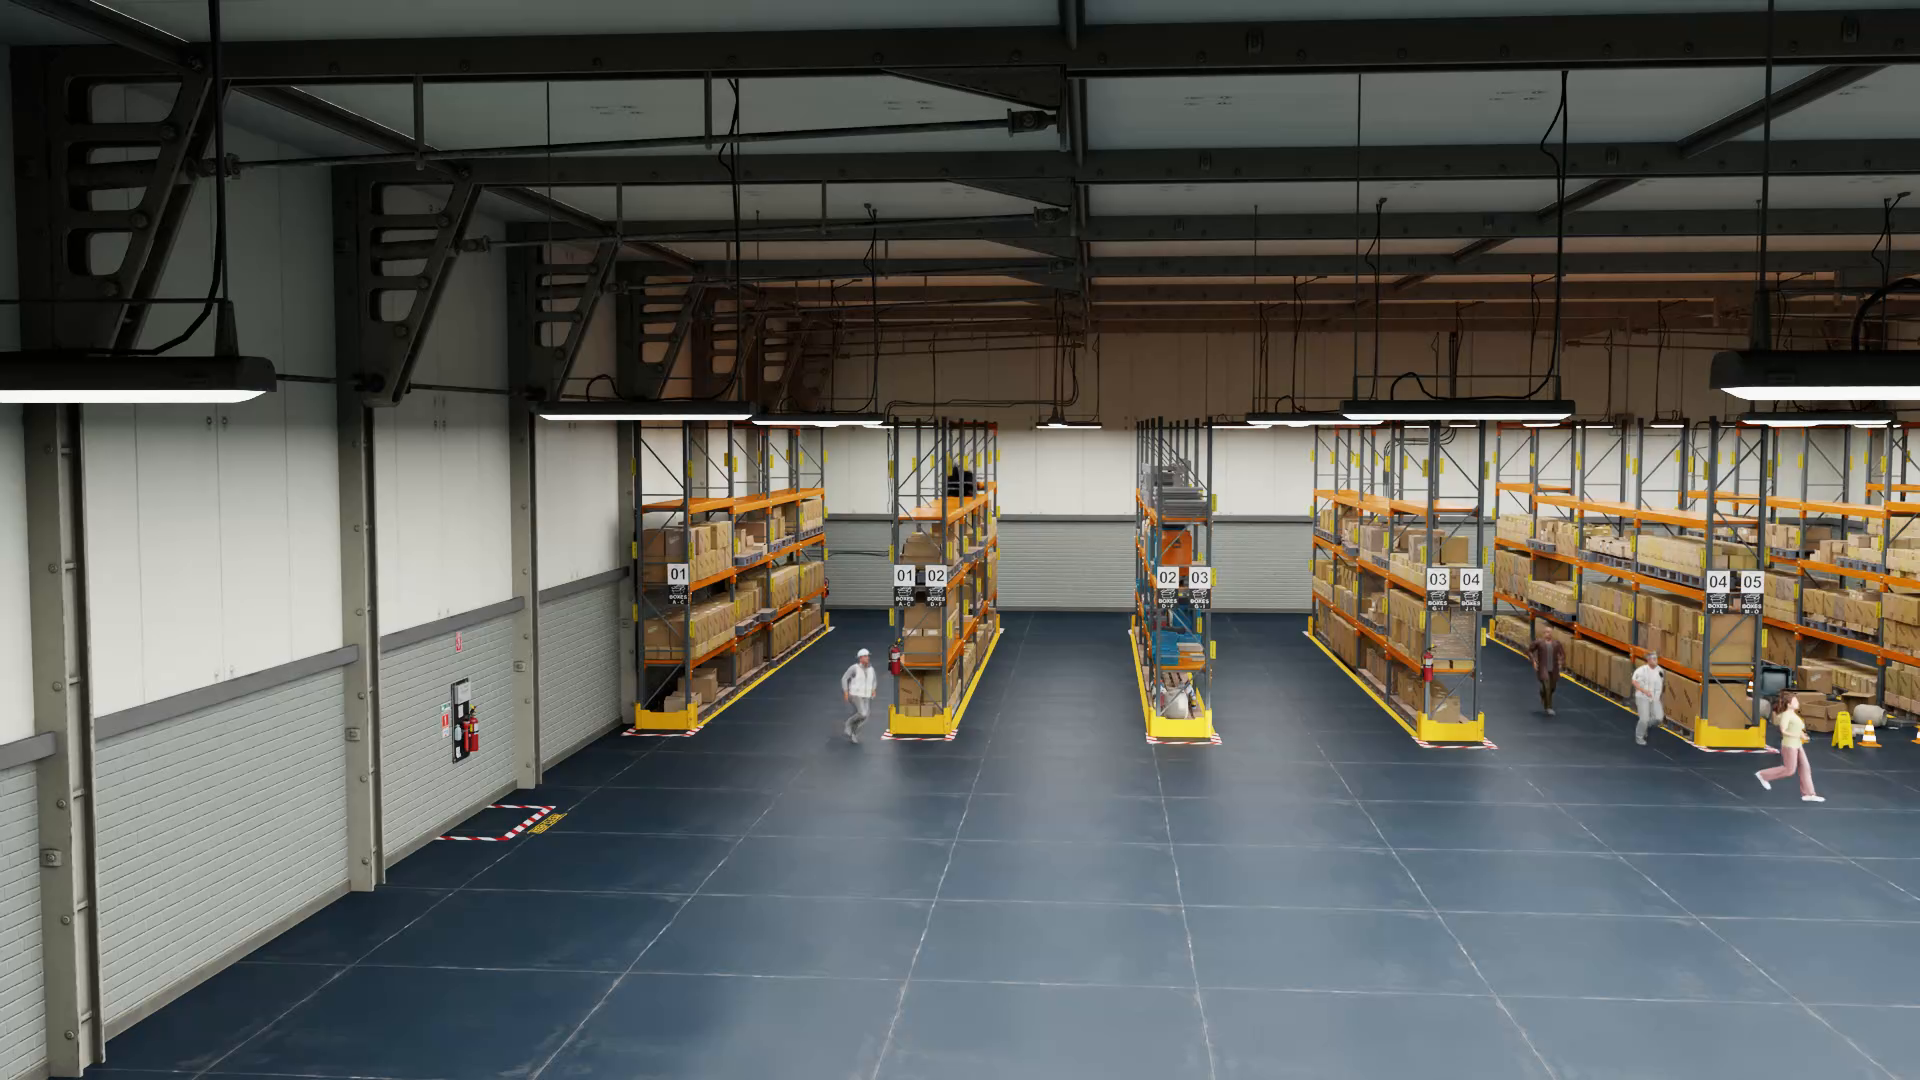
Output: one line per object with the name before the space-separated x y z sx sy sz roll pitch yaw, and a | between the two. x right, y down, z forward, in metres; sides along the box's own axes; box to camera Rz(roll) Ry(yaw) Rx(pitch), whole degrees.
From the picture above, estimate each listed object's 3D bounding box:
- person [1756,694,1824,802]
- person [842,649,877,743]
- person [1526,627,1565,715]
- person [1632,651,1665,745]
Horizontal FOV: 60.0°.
person | 12.916 3.207 25.824 0.970 1.633 0.592 3 5 40
person | -1.783 2.874 30.654 0.684 1.694 0.534 -3 5 -36
person | 11.926 2.631 33.830 0.742 1.750 0.935 0 4 -1
person | 12.646 2.888 30.441 0.672 1.725 0.582 -1 4 -8
